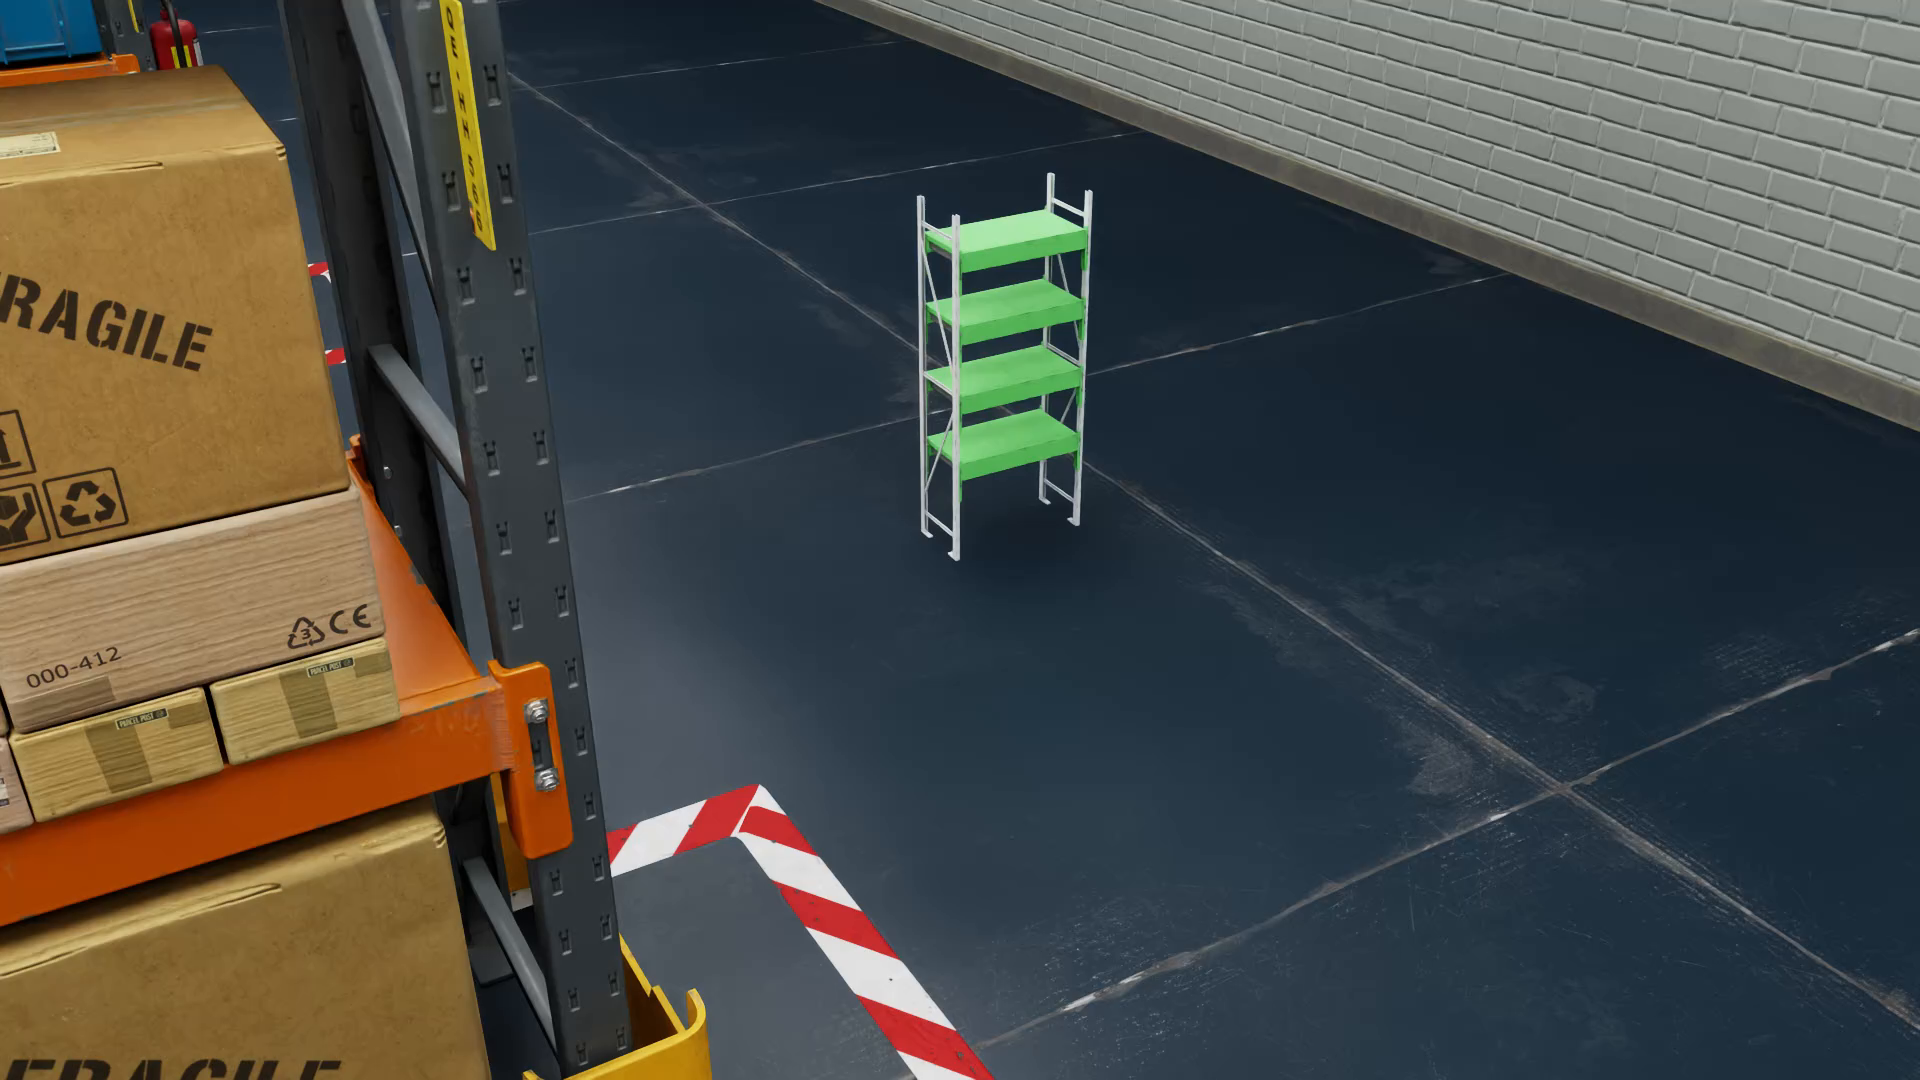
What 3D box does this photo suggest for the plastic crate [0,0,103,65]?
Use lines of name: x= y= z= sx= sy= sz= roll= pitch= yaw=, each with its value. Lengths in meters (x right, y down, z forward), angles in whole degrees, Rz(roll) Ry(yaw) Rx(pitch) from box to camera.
plastic crate: x=-3.619 y=-2.116 z=6.381 sx=0.499 sy=0.435 sz=0.616 roll=-16 pitch=33 yaw=-26

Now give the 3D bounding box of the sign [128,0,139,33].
sign: x=-3.132 y=-2.080 z=6.246 sx=0.005 sy=0.325 sz=0.100 roll=-16 pitch=33 yaw=-26

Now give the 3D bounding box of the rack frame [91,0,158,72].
rack frame: x=-3.425 y=-2.234 z=6.693 sx=0.127 sy=3.000 sz=1.000 roll=-16 pitch=33 yaw=-26

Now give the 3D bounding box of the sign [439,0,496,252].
sign: x=-0.653 y=-0.552 z=2.202 sx=0.005 sy=0.325 sz=0.100 roll=-16 pitch=33 yaw=-26

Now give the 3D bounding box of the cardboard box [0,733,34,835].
cardboard box: x=-1.497 y=0.289 z=2.381 sx=0.250 sy=0.149 sz=0.380 roll=-16 pitch=33 yaw=-26

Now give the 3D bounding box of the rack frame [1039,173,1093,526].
rack frame: x=0.353 y=-0.626 z=5.642 sx=0.015 sy=1.200 sz=0.240 roll=-16 pitch=33 yaw=-26

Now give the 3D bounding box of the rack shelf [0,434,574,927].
rack shelf: x=-2.640 y=0.634 z=2.241 sx=4.000 sy=0.370 sz=1.077 roll=-16 pitch=33 yaw=-26

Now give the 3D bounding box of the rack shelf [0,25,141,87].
rack shelf: x=-5.149 y=-1.429 z=5.980 sx=4.000 sy=0.370 sz=1.077 roll=-16 pitch=33 yaw=-26

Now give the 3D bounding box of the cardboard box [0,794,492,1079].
cardboard box: x=-1.427 y=0.766 z=3.022 sx=0.875 sy=0.875 sz=0.875 roll=-16 pitch=33 yaw=-26

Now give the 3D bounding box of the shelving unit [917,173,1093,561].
shelving unit: x=0.143 y=-0.566 z=5.534 sx=0.503 sy=1.200 sz=0.258 roll=-16 pitch=33 yaw=-26

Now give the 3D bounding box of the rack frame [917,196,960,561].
rack frame: x=-0.068 y=-0.506 z=5.425 sx=0.015 sy=1.200 sz=0.240 roll=-16 pitch=33 yaw=-26

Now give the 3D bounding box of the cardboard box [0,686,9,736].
cardboard box: x=-1.637 y=0.118 z=2.279 sx=0.500 sy=0.250 sz=0.500 roll=-16 pitch=33 yaw=-27

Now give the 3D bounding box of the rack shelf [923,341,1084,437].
rack shelf: x=0.143 y=-0.510 z=5.564 sx=0.480 sy=0.148 sz=0.258 roll=-16 pitch=33 yaw=-26

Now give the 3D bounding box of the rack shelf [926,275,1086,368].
rack shelf: x=0.143 y=-0.720 z=5.448 sx=0.480 sy=0.148 sz=0.258 roll=-16 pitch=33 yaw=-26

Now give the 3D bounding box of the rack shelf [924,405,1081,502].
rack shelf: x=0.143 y=-0.300 z=5.680 sx=0.480 sy=0.148 sz=0.258 roll=-16 pitch=33 yaw=-26

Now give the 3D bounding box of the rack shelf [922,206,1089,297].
rack shelf: x=0.143 y=-0.930 z=5.332 sx=0.480 sy=0.148 sz=0.258 roll=-16 pitch=33 yaw=-26

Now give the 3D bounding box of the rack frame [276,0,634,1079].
rack frame: x=-0.916 y=-0.171 z=2.955 sx=0.127 sy=3.000 sz=1.000 roll=-16 pitch=33 yaw=-26

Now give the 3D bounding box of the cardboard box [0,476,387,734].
cardboard box: x=-1.199 y=-0.006 z=2.504 sx=0.500 sy=0.250 sz=0.500 roll=-16 pitch=33 yaw=-27

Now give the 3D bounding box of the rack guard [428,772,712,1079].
rack guard: x=-0.895 y=0.918 z=3.569 sx=0.348 sy=0.500 sz=1.175 roll=-16 pitch=33 yaw=-26

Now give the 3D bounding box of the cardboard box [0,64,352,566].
cardboard box: x=-1.203 y=-0.335 z=2.323 sx=0.500 sy=0.500 sz=0.500 roll=-15 pitch=32 yaw=-26

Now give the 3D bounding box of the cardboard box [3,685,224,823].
cardboard box: x=-1.279 y=0.228 z=2.492 sx=0.250 sy=0.149 sz=0.380 roll=-15 pitch=32 yaw=-26

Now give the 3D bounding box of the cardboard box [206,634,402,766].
cardboard box: x=-1.056 y=0.164 z=2.609 sx=0.250 sy=0.149 sz=0.380 roll=-15 pitch=32 yaw=-25
